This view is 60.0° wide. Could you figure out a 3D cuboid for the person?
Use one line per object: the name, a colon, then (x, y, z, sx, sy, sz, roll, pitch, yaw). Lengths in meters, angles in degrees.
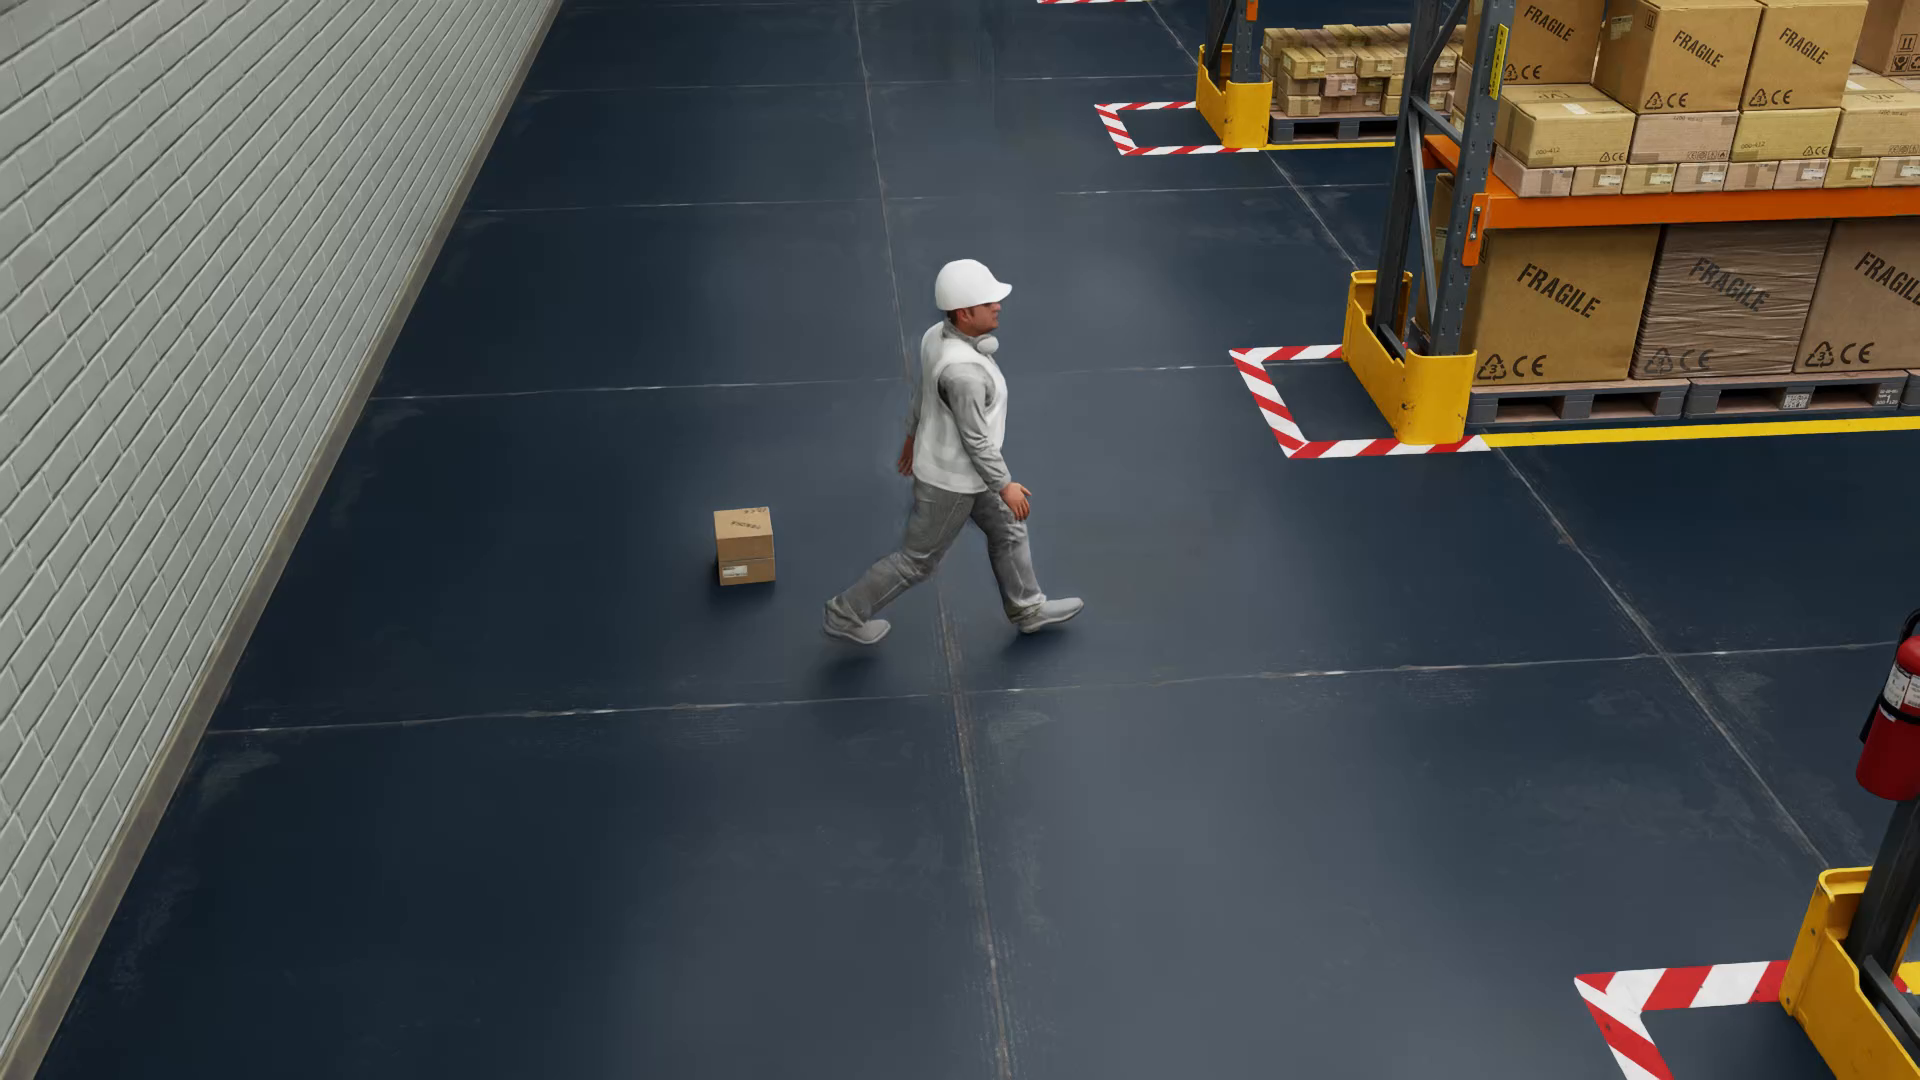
person: (-0.021, -0.300, 6.646, 1.109, 1.717, 0.569, 0, 31, 0)
